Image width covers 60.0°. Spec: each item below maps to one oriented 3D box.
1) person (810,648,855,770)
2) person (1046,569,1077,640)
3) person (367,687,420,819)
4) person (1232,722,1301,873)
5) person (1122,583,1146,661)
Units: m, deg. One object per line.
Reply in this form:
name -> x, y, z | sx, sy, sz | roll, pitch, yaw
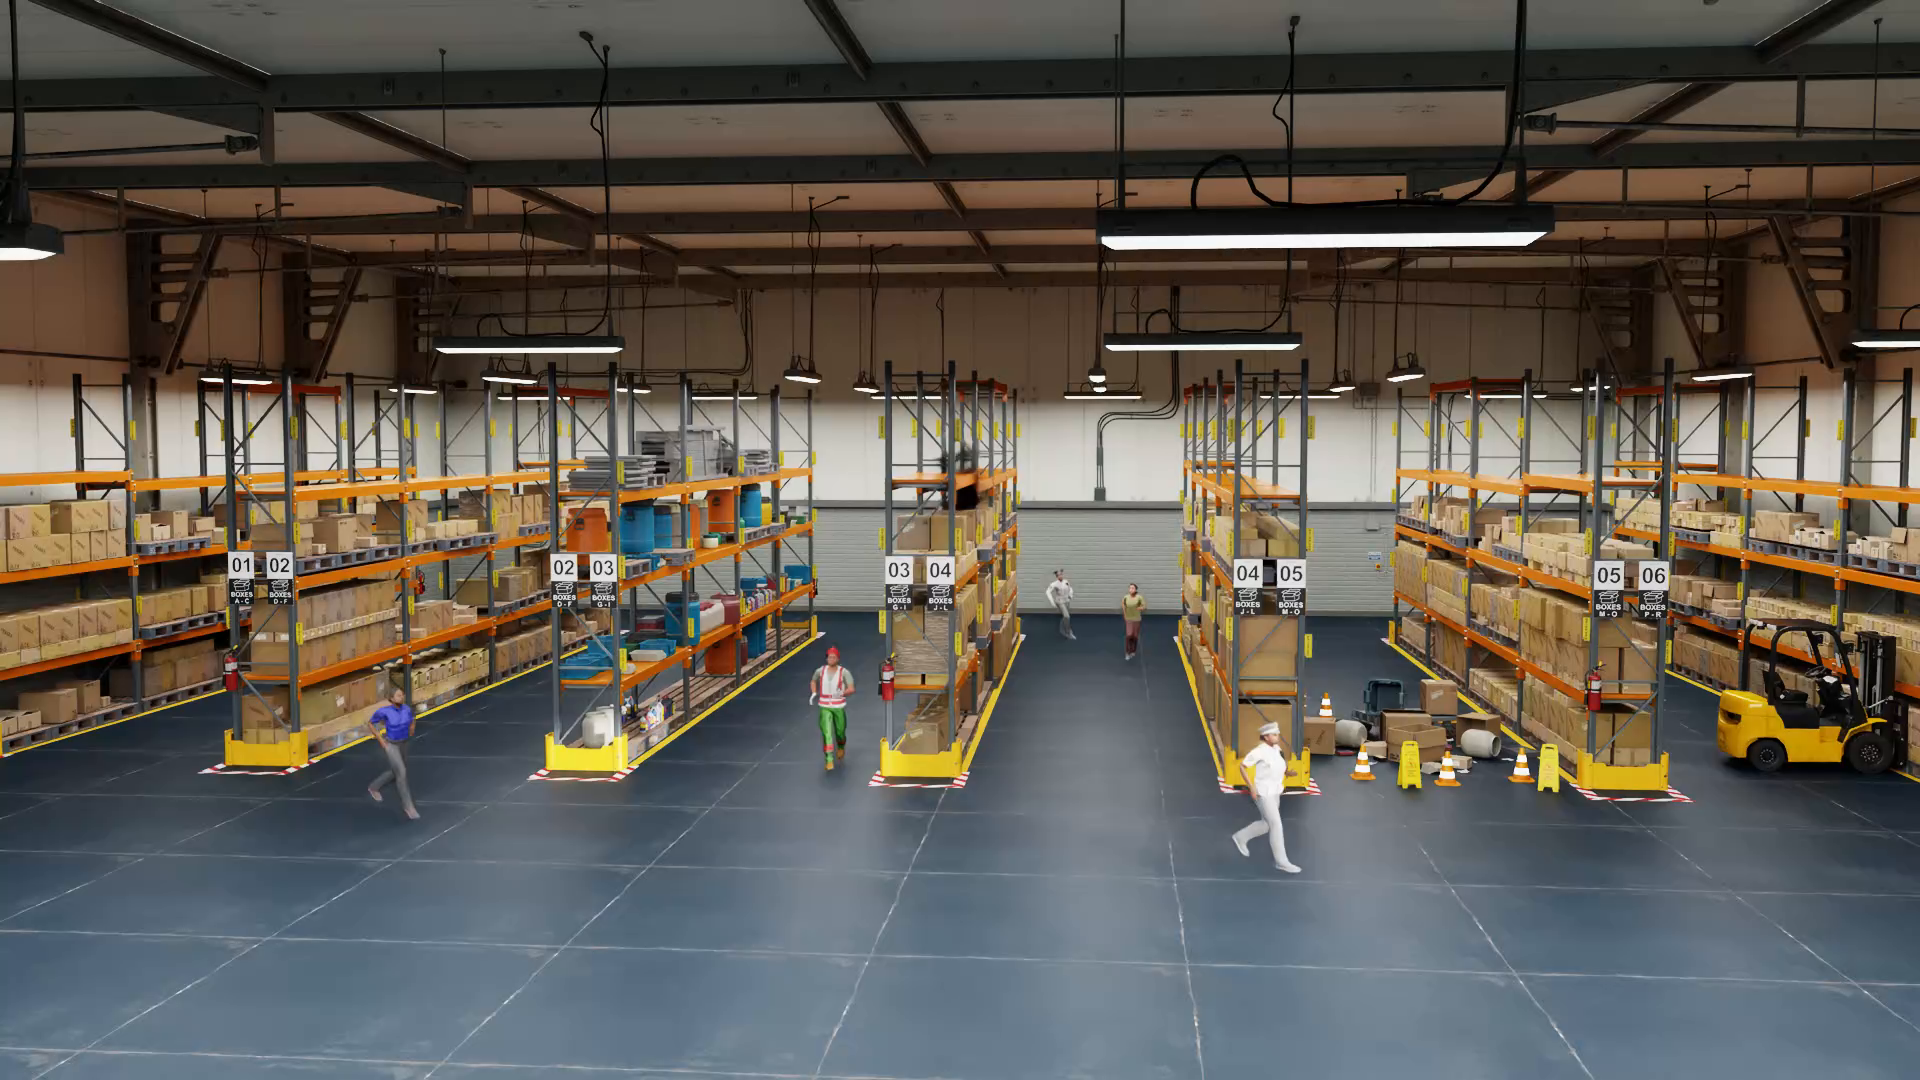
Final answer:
person -> -1.906, 2.485, 24.690 | 0.682, 1.764, 0.909 | 0, 4, 4
person -> 2.463, 1.542, 40.026 | 0.663, 1.698, 0.748 | -2, 4, -32
person -> -7.392, 2.760, 21.755 | 1.046, 1.689, 0.543 | 2, 4, 27
person -> 3.486, 2.892, 18.960 | 0.892, 1.678, 0.576 | 3, 5, 41
person -> 3.799, 1.802, 36.357 | 0.548, 1.683, 0.688 | 1, 4, 8
